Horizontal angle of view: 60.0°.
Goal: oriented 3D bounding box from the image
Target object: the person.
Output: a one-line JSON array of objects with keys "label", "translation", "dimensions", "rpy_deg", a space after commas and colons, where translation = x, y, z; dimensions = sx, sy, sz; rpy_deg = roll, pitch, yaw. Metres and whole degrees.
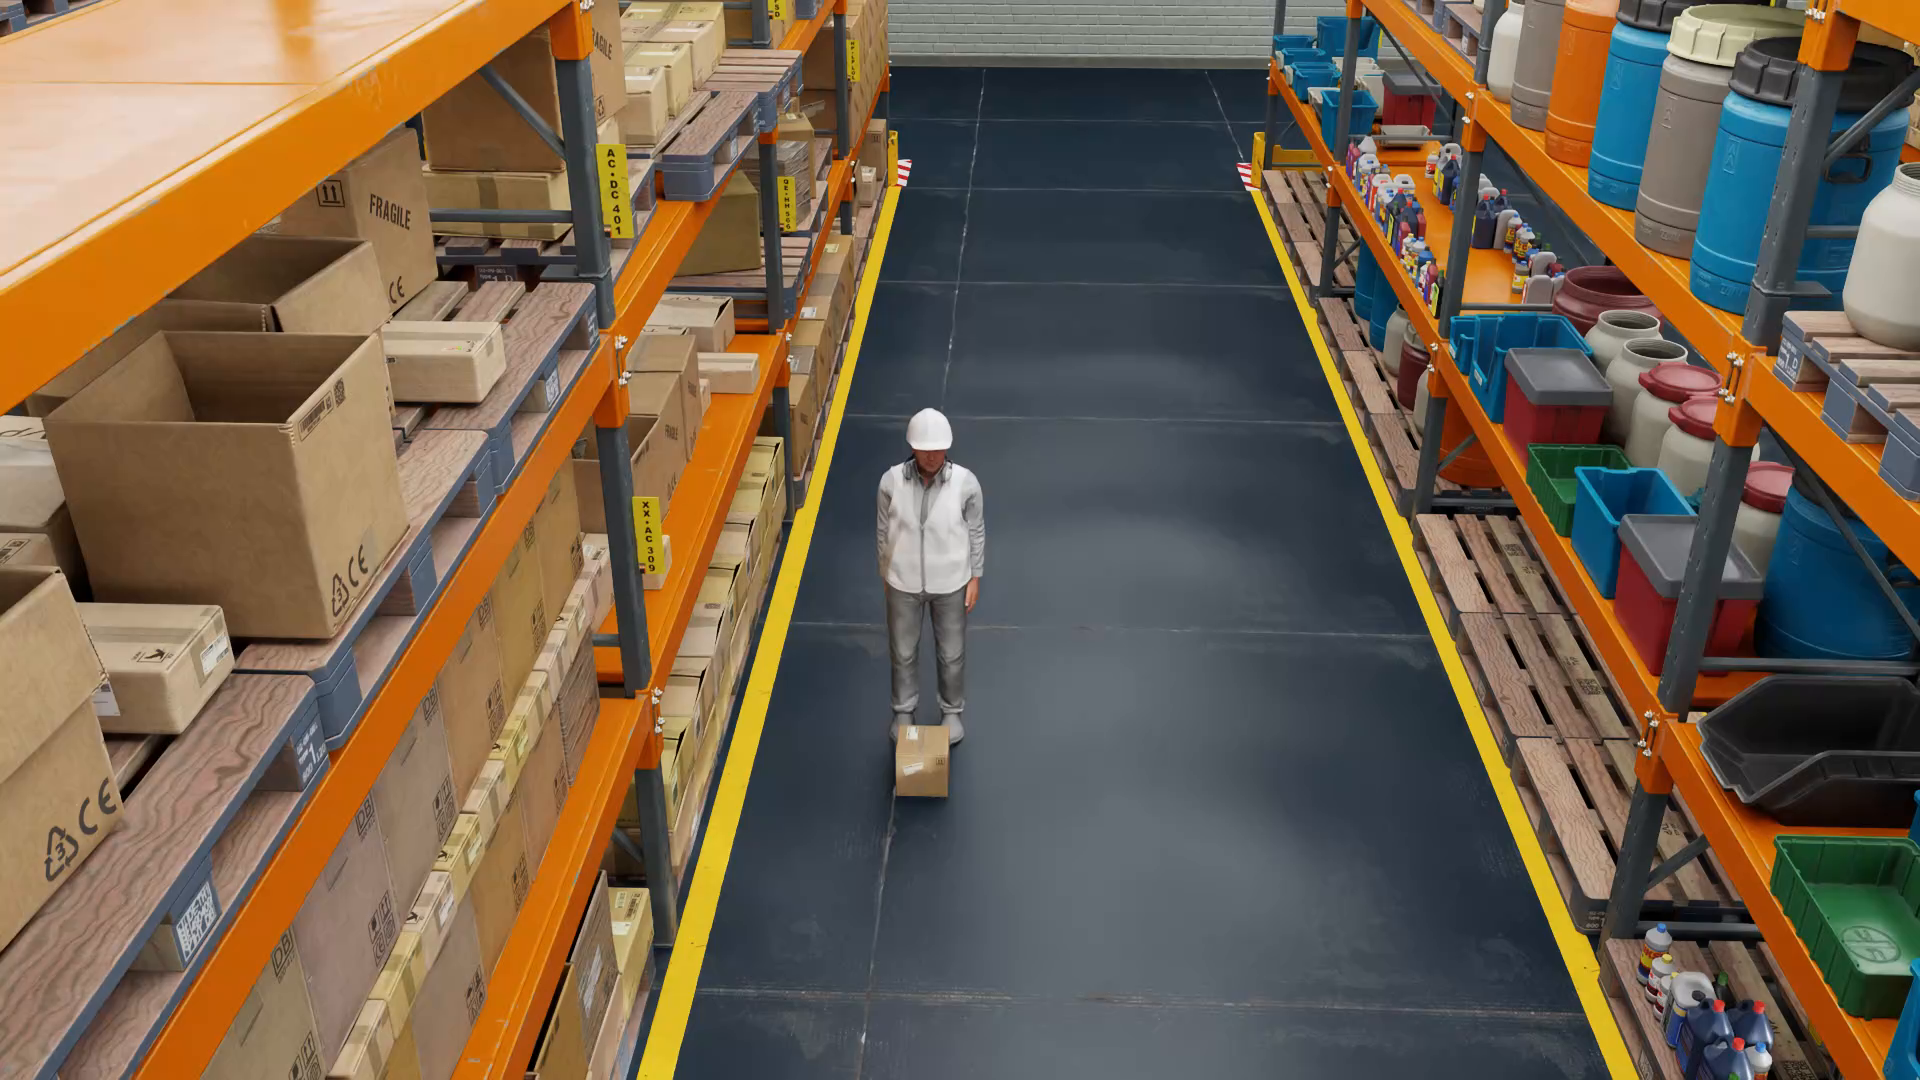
[{"label": "person", "translation": [-0.146, 0.192, 8.235], "dimensions": [0.533, 1.772, 0.359], "rpy_deg": [2, 28, 3]}]
